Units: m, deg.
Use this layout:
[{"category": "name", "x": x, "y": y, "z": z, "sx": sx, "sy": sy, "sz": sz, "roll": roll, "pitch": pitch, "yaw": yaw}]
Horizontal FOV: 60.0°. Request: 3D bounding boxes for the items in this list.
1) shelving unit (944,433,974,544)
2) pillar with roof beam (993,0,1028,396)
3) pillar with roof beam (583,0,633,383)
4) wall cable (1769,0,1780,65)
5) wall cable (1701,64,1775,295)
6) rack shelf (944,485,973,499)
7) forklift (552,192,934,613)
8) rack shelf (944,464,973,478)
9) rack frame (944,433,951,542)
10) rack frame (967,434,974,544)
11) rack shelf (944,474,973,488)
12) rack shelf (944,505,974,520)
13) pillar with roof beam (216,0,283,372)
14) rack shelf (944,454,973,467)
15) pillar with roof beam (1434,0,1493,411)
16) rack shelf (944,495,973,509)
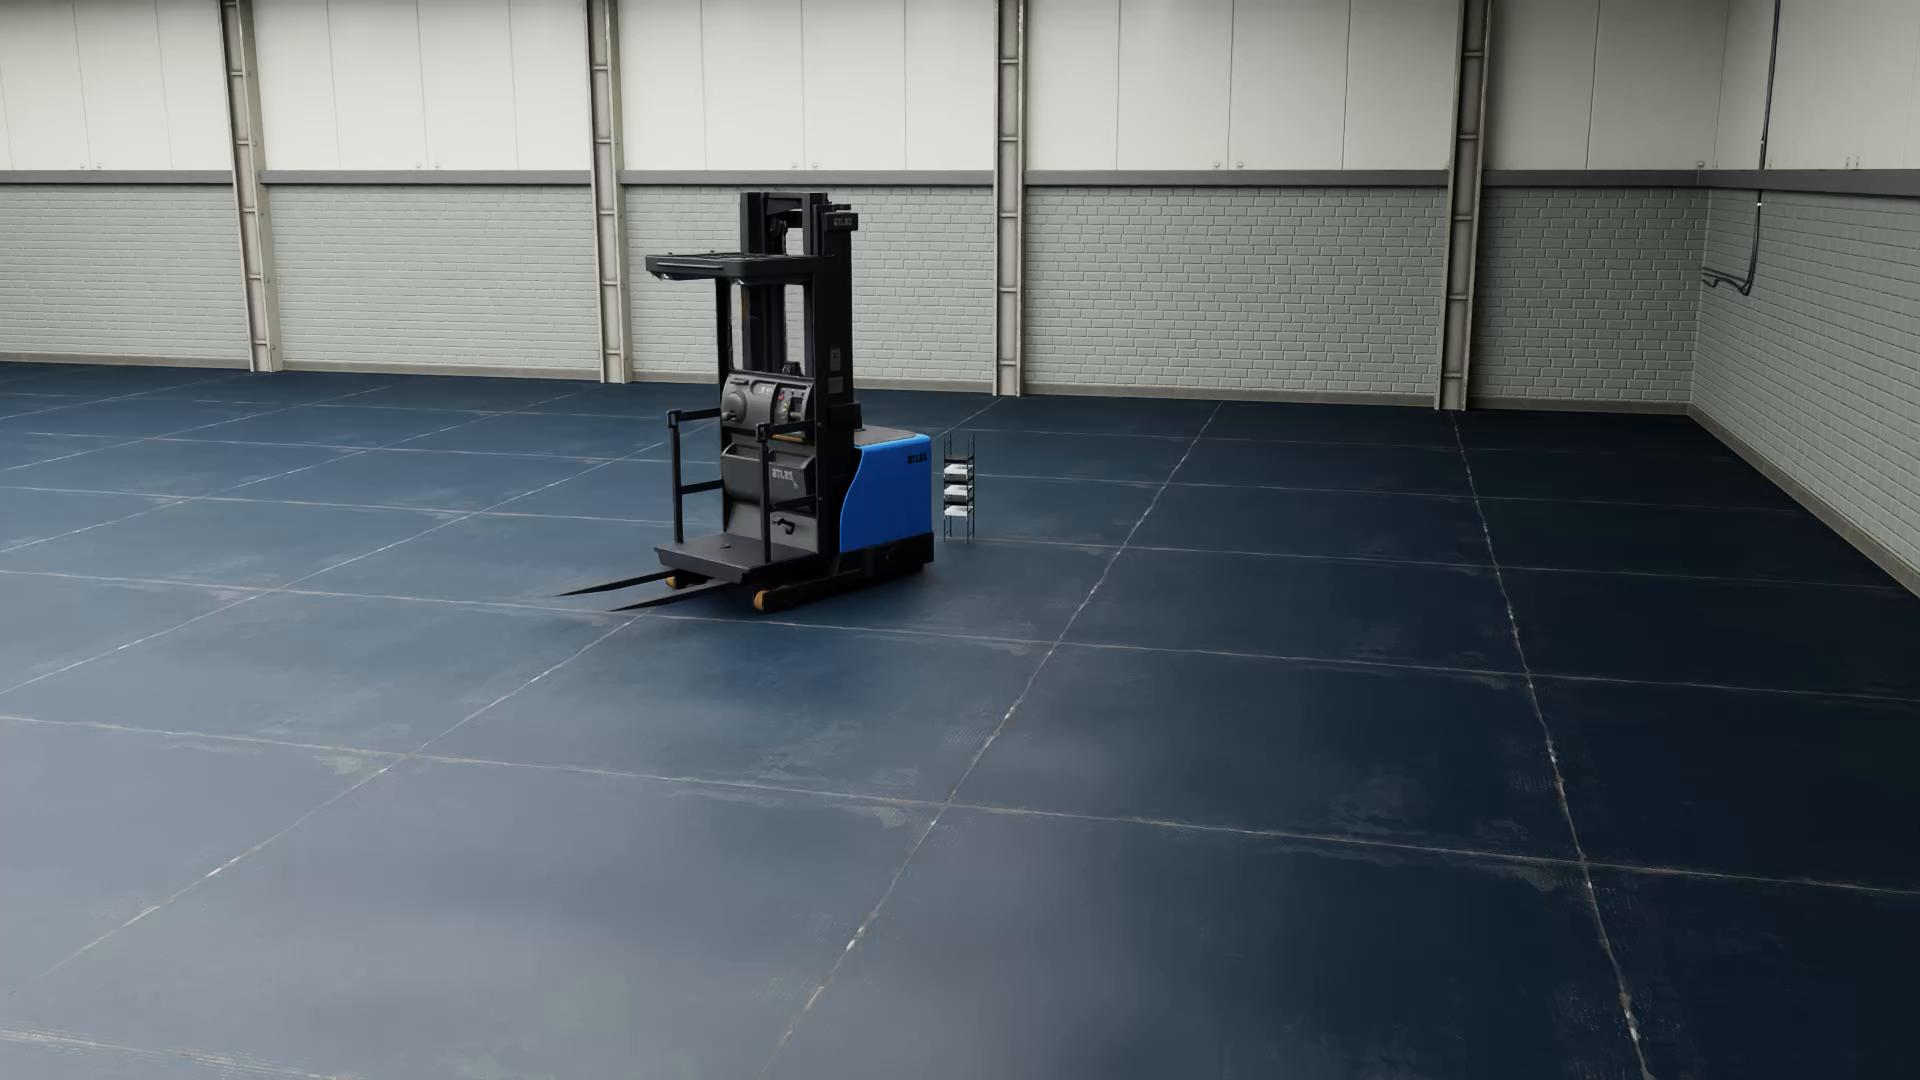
[{"category": "shelving unit", "x": -0.008, "y": -0.440, "z": 14.138, "sx": 0.210, "sy": 0.900, "sz": 0.258, "roll": 3, "pitch": 13, "yaw": 14}, {"category": "pillar with roof beam", "x": -0.343, "y": -5.547, "z": 18.458, "sx": 0.400, "sy": 9.000, "sz": 9.100, "roll": 3, "pitch": 13, "yaw": 14}, {"category": "pillar with roof beam", "x": -6.168, "y": -5.858, "z": 19.862, "sx": 0.400, "sy": 9.000, "sz": 9.100, "roll": 3, "pitch": 13, "yaw": 14}, {"category": "wall cable", "x": 8.409, "y": -6.090, "z": 16.418, "sx": 0.112, "sy": 2.526, "sz": 3.097, "roll": 3, "pitch": 13, "yaw": 14}, {"category": "wall cable", "x": 9.057, "y": -4.194, "z": 19.529, "sx": 0.112, "sy": 2.526, "sz": 3.097, "roll": 3, "pitch": 13, "yaw": 14}, {"category": "rack shelf", "x": -0.008, "y": -0.407, "z": 14.145, "sx": 0.200, "sy": 0.077, "sz": 0.258, "roll": 3, "pitch": 13, "yaw": 14}, {"category": "forklift", "x": -1.569, "y": -1.034, "z": 12.125, "sx": 1.130, "sy": 2.935, "sz": 3.031, "roll": 11, "pitch": 17, "yaw": 41}, {"category": "rack shelf", "x": -0.008, "y": -0.583, "z": 14.106, "sx": 0.200, "sy": 0.077, "sz": 0.258, "roll": 3, "pitch": 13, "yaw": 14}, {"category": "rack frame", "x": -0.107, "y": -0.445, "z": 14.162, "sx": 0.006, "sy": 0.900, "sz": 0.240, "roll": 3, "pitch": 13, "yaw": 14}, {"category": "rack frame", "x": 0.091, "y": -0.434, "z": 14.114, "sx": 0.006, "sy": 0.900, "sz": 0.240, "roll": 3, "pitch": 13, "yaw": 14}, {"category": "rack shelf", "x": -0.008, "y": -0.495, "z": 14.126, "sx": 0.200, "sy": 0.077, "sz": 0.258, "roll": 3, "pitch": 13, "yaw": 14}, {"category": "rack shelf", "x": -0.008, "y": -0.231, "z": 14.184, "sx": 0.200, "sy": 0.077, "sz": 0.258, "roll": 3, "pitch": 13, "yaw": 14}, {"category": "pillar with roof beam", "x": -11.994, "y": -6.169, "z": 21.265, "sx": 0.400, "sy": 9.000, "sz": 9.100, "roll": 3, "pitch": 13, "yaw": 14}, {"category": "rack shelf", "x": -0.008, "y": -0.671, "z": 14.087, "sx": 0.200, "sy": 0.077, "sz": 0.258, "roll": 3, "pitch": 13, "yaw": 14}, {"category": "pillar with roof beam", "x": 5.482, "y": -5.235, "z": 17.055, "sx": 0.400, "sy": 9.000, "sz": 9.100, "roll": 3, "pitch": 13, "yaw": 14}, {"category": "rack shelf", "x": -0.008, "y": -0.319, "z": 14.165, "sx": 0.200, "sy": 0.077, "sz": 0.258, "roll": 3, "pitch": 13, "yaw": 14}]
